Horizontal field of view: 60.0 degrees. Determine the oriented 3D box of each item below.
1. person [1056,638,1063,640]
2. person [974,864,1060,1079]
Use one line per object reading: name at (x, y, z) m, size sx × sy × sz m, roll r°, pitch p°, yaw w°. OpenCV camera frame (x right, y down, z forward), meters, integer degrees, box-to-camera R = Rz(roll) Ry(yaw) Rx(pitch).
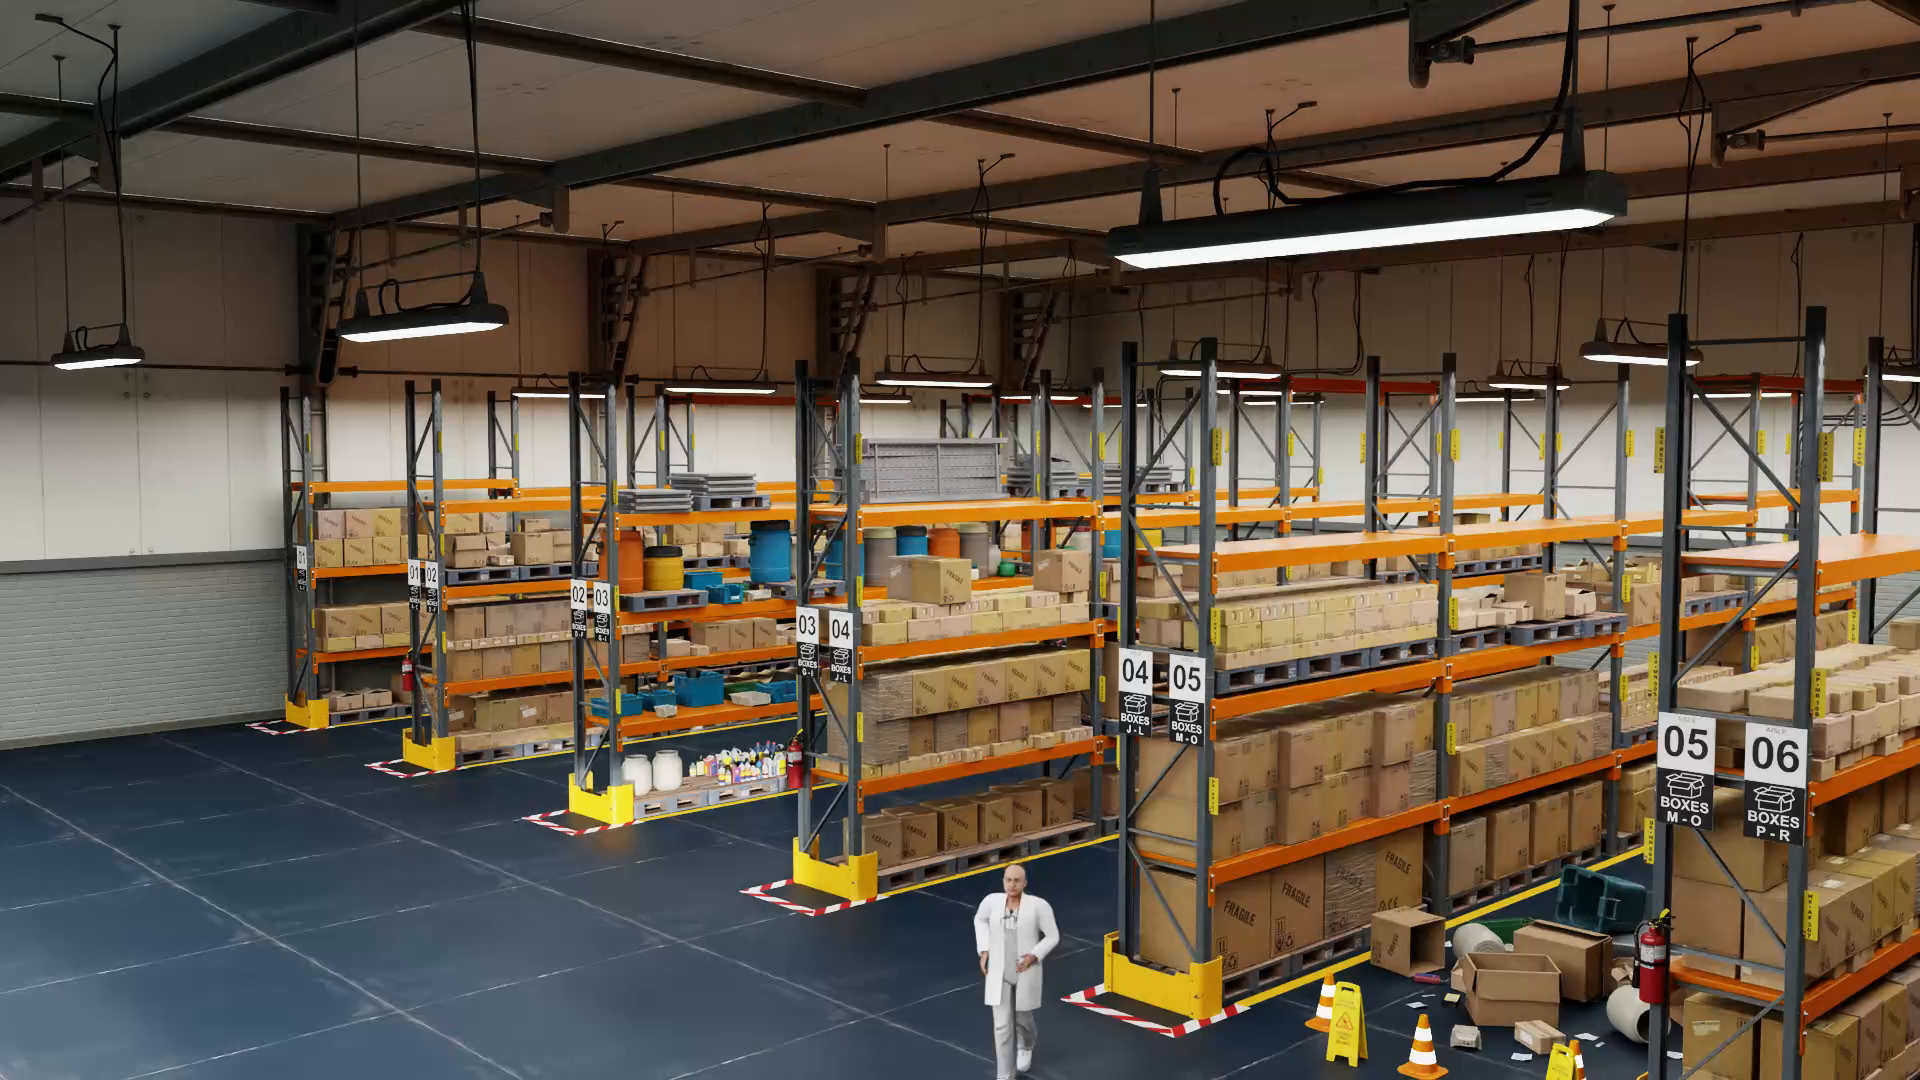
person at (2.153, 1.970, 32.926) m, size 0.608 × 1.622 × 0.501 m, roll 2°, pitch 4°, yaw 34°
person at (0.433, 3.435, 13.098) m, size 0.707 × 1.790 × 0.992 m, roll 1°, pitch 4°, yaw 10°
